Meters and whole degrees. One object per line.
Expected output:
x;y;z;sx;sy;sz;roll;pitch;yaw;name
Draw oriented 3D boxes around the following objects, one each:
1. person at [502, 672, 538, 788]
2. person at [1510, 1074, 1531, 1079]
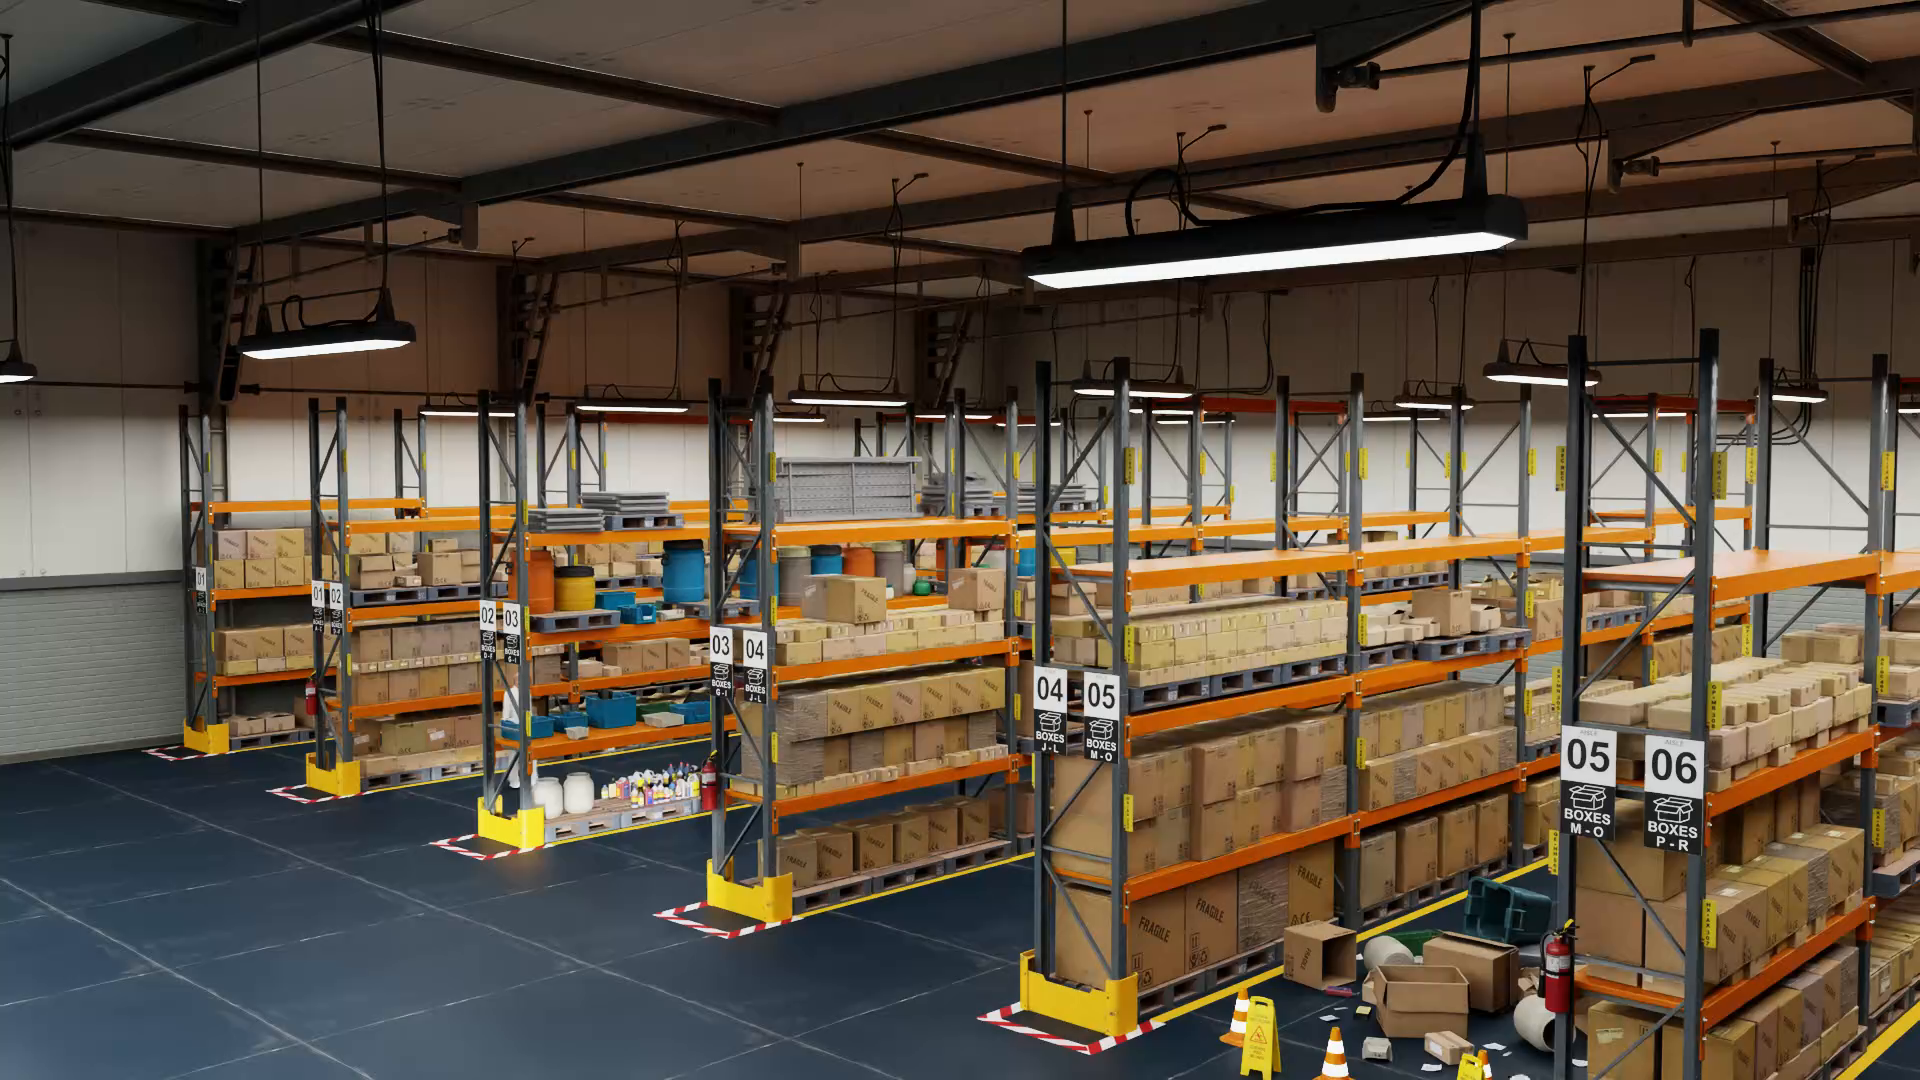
-6.754;2.948;25.639;0.462;1.821;0.681;2;3;29;person
3.068;3.799;9.090;0.984;1.759;0.474;0;3;8;person
